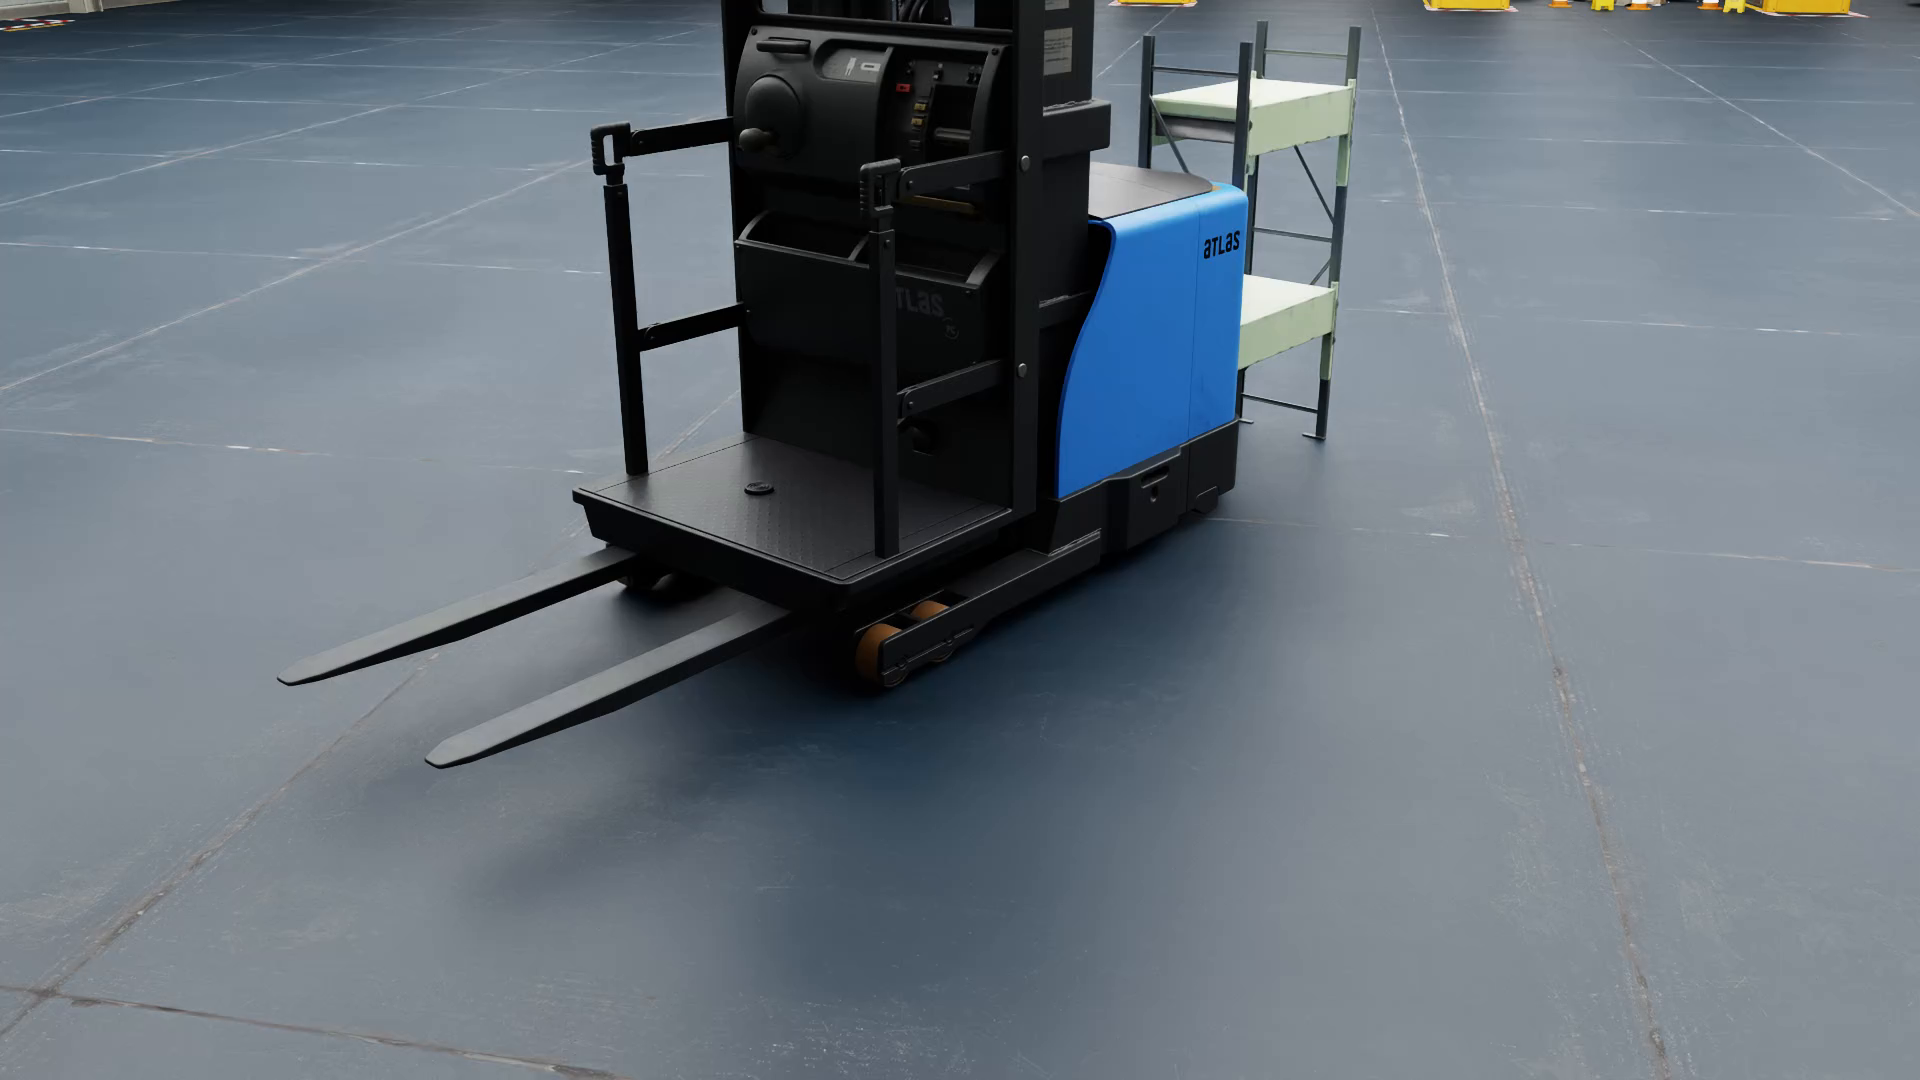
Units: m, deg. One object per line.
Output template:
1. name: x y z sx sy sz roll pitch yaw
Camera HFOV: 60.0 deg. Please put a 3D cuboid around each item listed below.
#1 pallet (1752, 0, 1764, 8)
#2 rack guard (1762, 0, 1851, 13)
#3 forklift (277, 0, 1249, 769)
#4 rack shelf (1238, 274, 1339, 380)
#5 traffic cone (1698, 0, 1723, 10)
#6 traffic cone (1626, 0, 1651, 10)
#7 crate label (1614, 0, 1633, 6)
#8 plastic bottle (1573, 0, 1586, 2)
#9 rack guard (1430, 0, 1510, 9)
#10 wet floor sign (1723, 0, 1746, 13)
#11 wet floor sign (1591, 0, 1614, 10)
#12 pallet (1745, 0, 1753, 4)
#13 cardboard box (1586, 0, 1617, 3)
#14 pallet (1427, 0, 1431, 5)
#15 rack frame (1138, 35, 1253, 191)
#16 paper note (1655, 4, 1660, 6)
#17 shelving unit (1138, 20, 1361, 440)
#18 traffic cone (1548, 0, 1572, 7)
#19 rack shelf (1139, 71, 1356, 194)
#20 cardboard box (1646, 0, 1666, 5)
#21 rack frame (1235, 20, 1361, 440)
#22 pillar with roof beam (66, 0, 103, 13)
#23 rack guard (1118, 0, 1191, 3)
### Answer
1. pallet: 13.084 -8.447 26.046 1.003 0.211 1.213 4 22 11
2. rack guard: 12.884 -8.287 25.261 1.175 0.500 0.348 4 22 11
3. forklift: -0.399 -1.181 4.363 1.130 2.935 3.031 17 28 36
4. rack shelf: 0.993 -0.715 5.993 0.431 0.370 0.720 17 28 36
5. traffic cone: 11.693 -8.497 25.833 0.336 0.463 0.334 4 22 11
6. traffic cone: 10.537 -8.458 25.735 0.336 0.463 0.334 4 22 11
7. crate label: 10.637 -8.599 26.521 0.250 0.136 0.298 -7 23 -17
8. plastic bottle: 10.198 -8.925 27.432 0.133 0.061 0.283 -3 22 -8
9. rack guard: 7.997 -8.591 26.015 1.175 0.500 0.348 4 22 11
10. wet floor sign: 11.782 -8.339 25.194 0.267 0.644 0.232 13 25 29
11. wet floor sign: 9.934 -8.505 25.609 0.267 0.644 0.232 1 22 2
12. pallet: 13.335 -8.892 27.150 1.003 0.211 1.213 4 22 11
13. cardboard box: 10.748 -9.096 27.265 0.797 0.503 0.637 -11 25 -26
14. pallet: 8.088 -8.764 26.832 1.003 0.211 1.213 4 22 11
15. rack frame: 0.759 -0.912 5.610 0.400 1.500 0.023 17 28 36
16. paper note: 11.112 -8.539 26.514 0.148 0.019 0.142 -3 22 -8
17. shelving unit: 0.993 -1.017 5.872 0.431 1.500 0.755 17 28 36
18. traffic cone: 9.500 -8.668 26.257 0.336 0.463 0.334 4 22 11
19. rack shelf: 0.993 -1.379 5.726 0.431 0.370 0.720 17 28 36
20. cardboard box: 11.158 -8.729 26.829 0.380 0.149 0.250 18 28 38
21. rack frame: 1.226 -1.123 6.133 0.400 1.500 0.023 17 28 36
22. pillar with roof beam: -9.095 -11.889 22.828 9.100 9.000 0.400 4 22 11
23. rack guard: 3.182 -9.042 27.136 1.175 0.500 0.348 4 22 11
